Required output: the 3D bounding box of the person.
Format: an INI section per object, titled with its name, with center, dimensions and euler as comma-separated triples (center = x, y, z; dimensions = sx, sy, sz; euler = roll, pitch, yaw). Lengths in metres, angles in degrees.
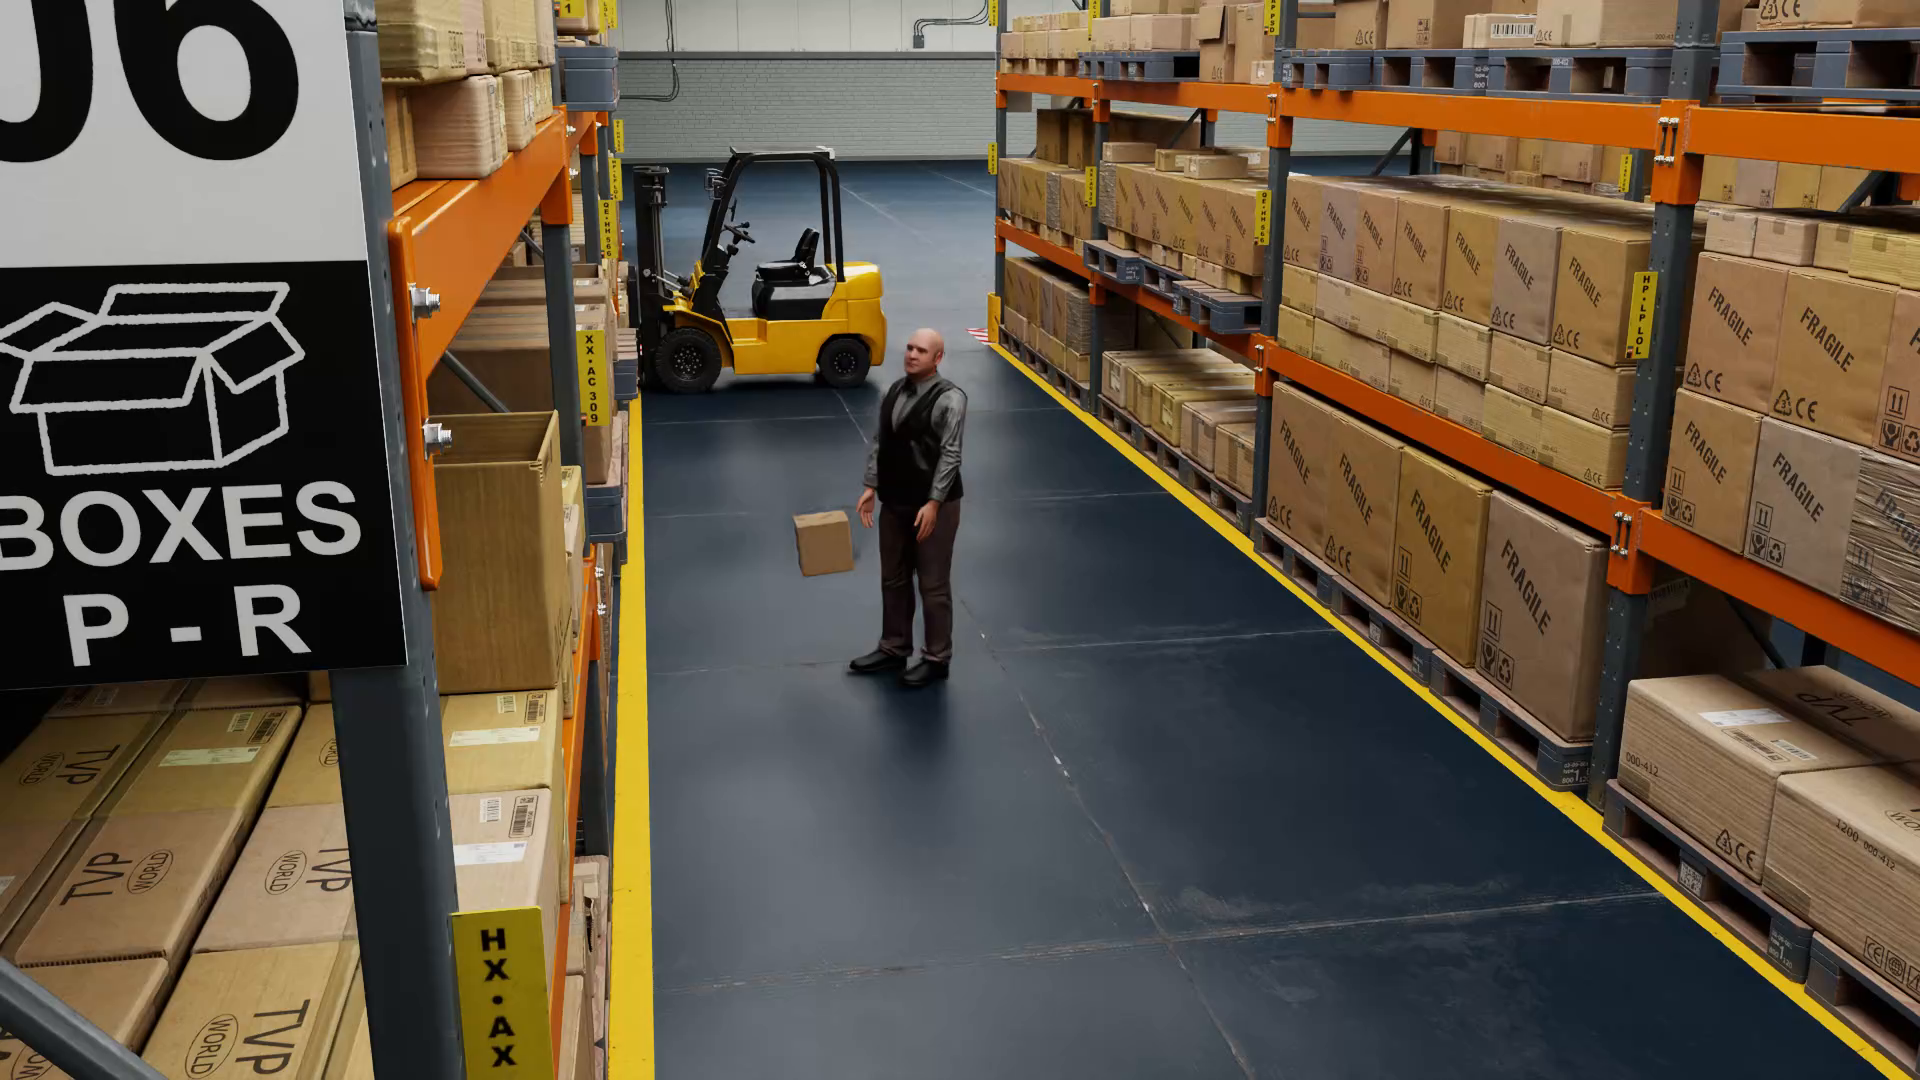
[person]
center = -0.235, -0.122, 8.071
dimensions = 0.579, 1.657, 0.429
euler = 14, 22, 40
